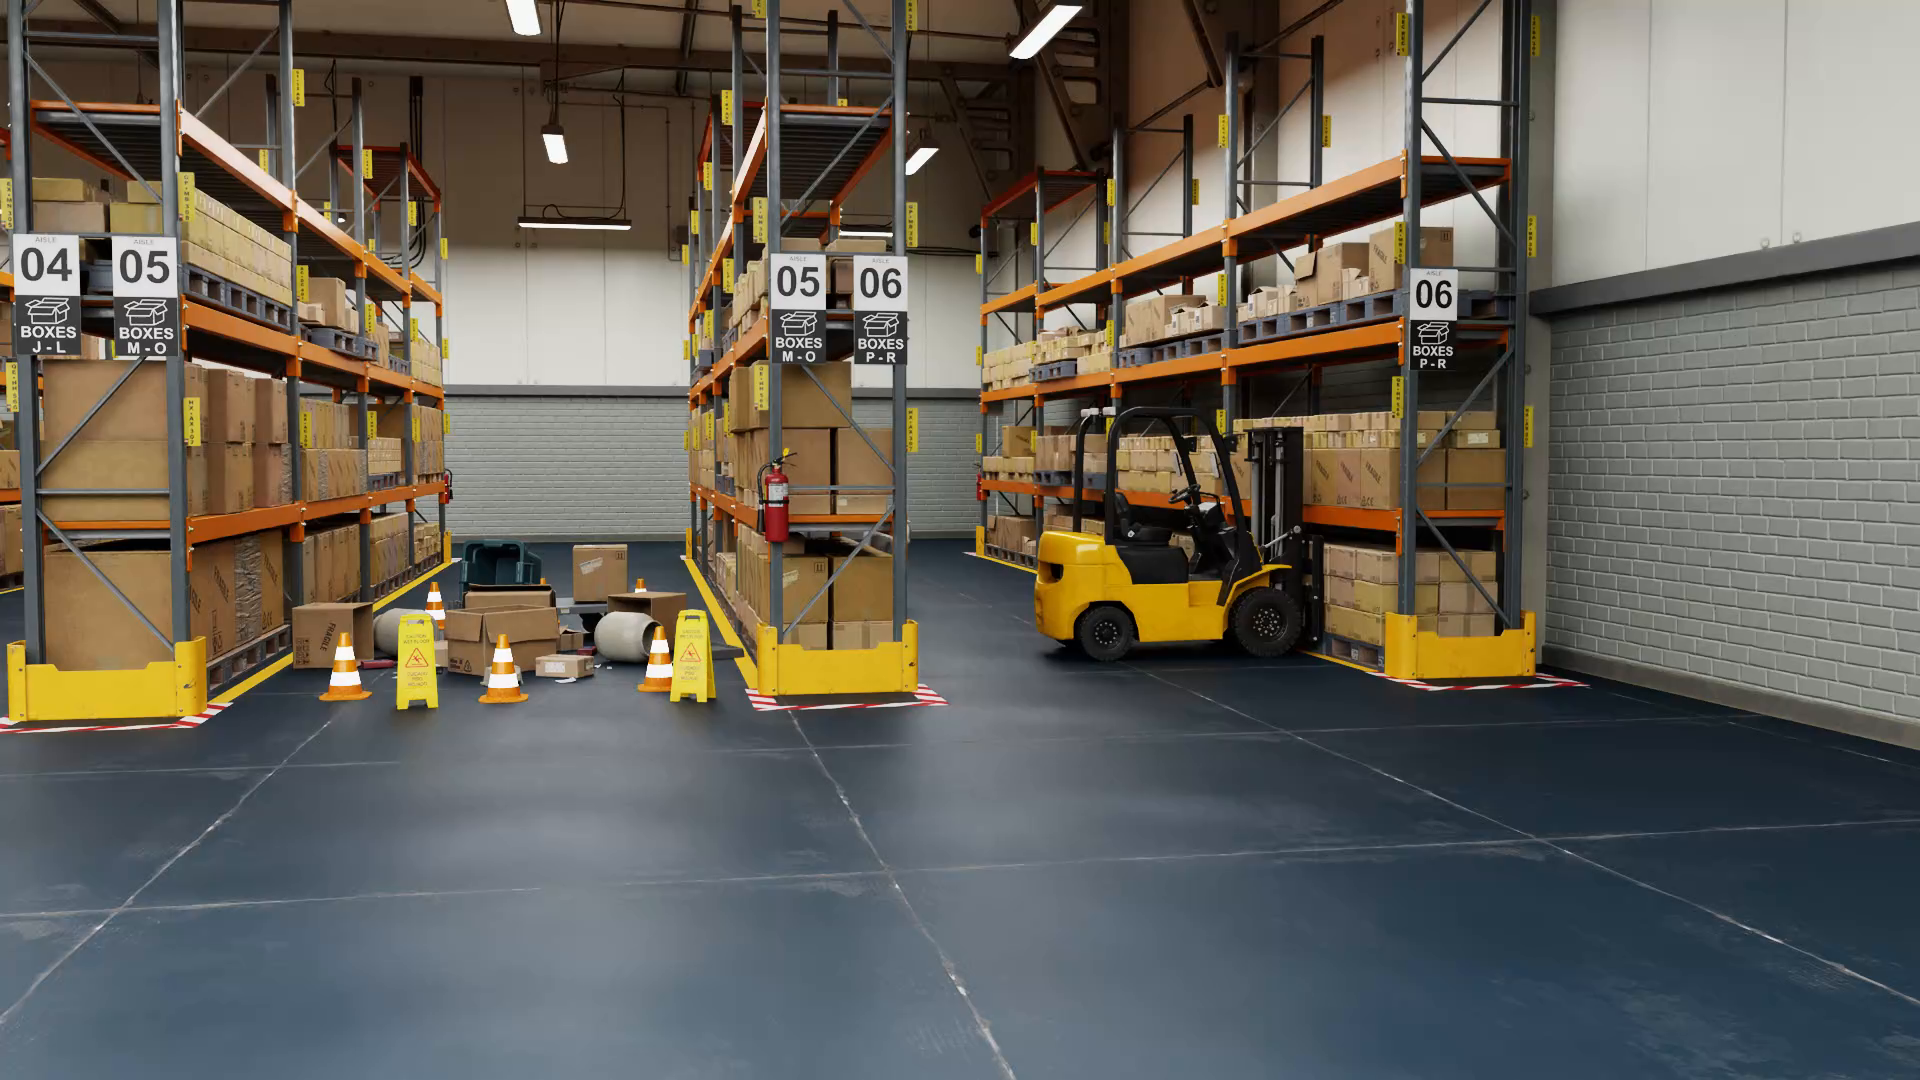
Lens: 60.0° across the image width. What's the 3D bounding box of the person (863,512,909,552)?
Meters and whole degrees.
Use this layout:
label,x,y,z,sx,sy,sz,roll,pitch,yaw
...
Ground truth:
label,x,y,z,sx,sy,sz,roll,pitch,yaw
person,-0.900,0.191,19.784,0.480,1.075,0.982,-1,3,-15
